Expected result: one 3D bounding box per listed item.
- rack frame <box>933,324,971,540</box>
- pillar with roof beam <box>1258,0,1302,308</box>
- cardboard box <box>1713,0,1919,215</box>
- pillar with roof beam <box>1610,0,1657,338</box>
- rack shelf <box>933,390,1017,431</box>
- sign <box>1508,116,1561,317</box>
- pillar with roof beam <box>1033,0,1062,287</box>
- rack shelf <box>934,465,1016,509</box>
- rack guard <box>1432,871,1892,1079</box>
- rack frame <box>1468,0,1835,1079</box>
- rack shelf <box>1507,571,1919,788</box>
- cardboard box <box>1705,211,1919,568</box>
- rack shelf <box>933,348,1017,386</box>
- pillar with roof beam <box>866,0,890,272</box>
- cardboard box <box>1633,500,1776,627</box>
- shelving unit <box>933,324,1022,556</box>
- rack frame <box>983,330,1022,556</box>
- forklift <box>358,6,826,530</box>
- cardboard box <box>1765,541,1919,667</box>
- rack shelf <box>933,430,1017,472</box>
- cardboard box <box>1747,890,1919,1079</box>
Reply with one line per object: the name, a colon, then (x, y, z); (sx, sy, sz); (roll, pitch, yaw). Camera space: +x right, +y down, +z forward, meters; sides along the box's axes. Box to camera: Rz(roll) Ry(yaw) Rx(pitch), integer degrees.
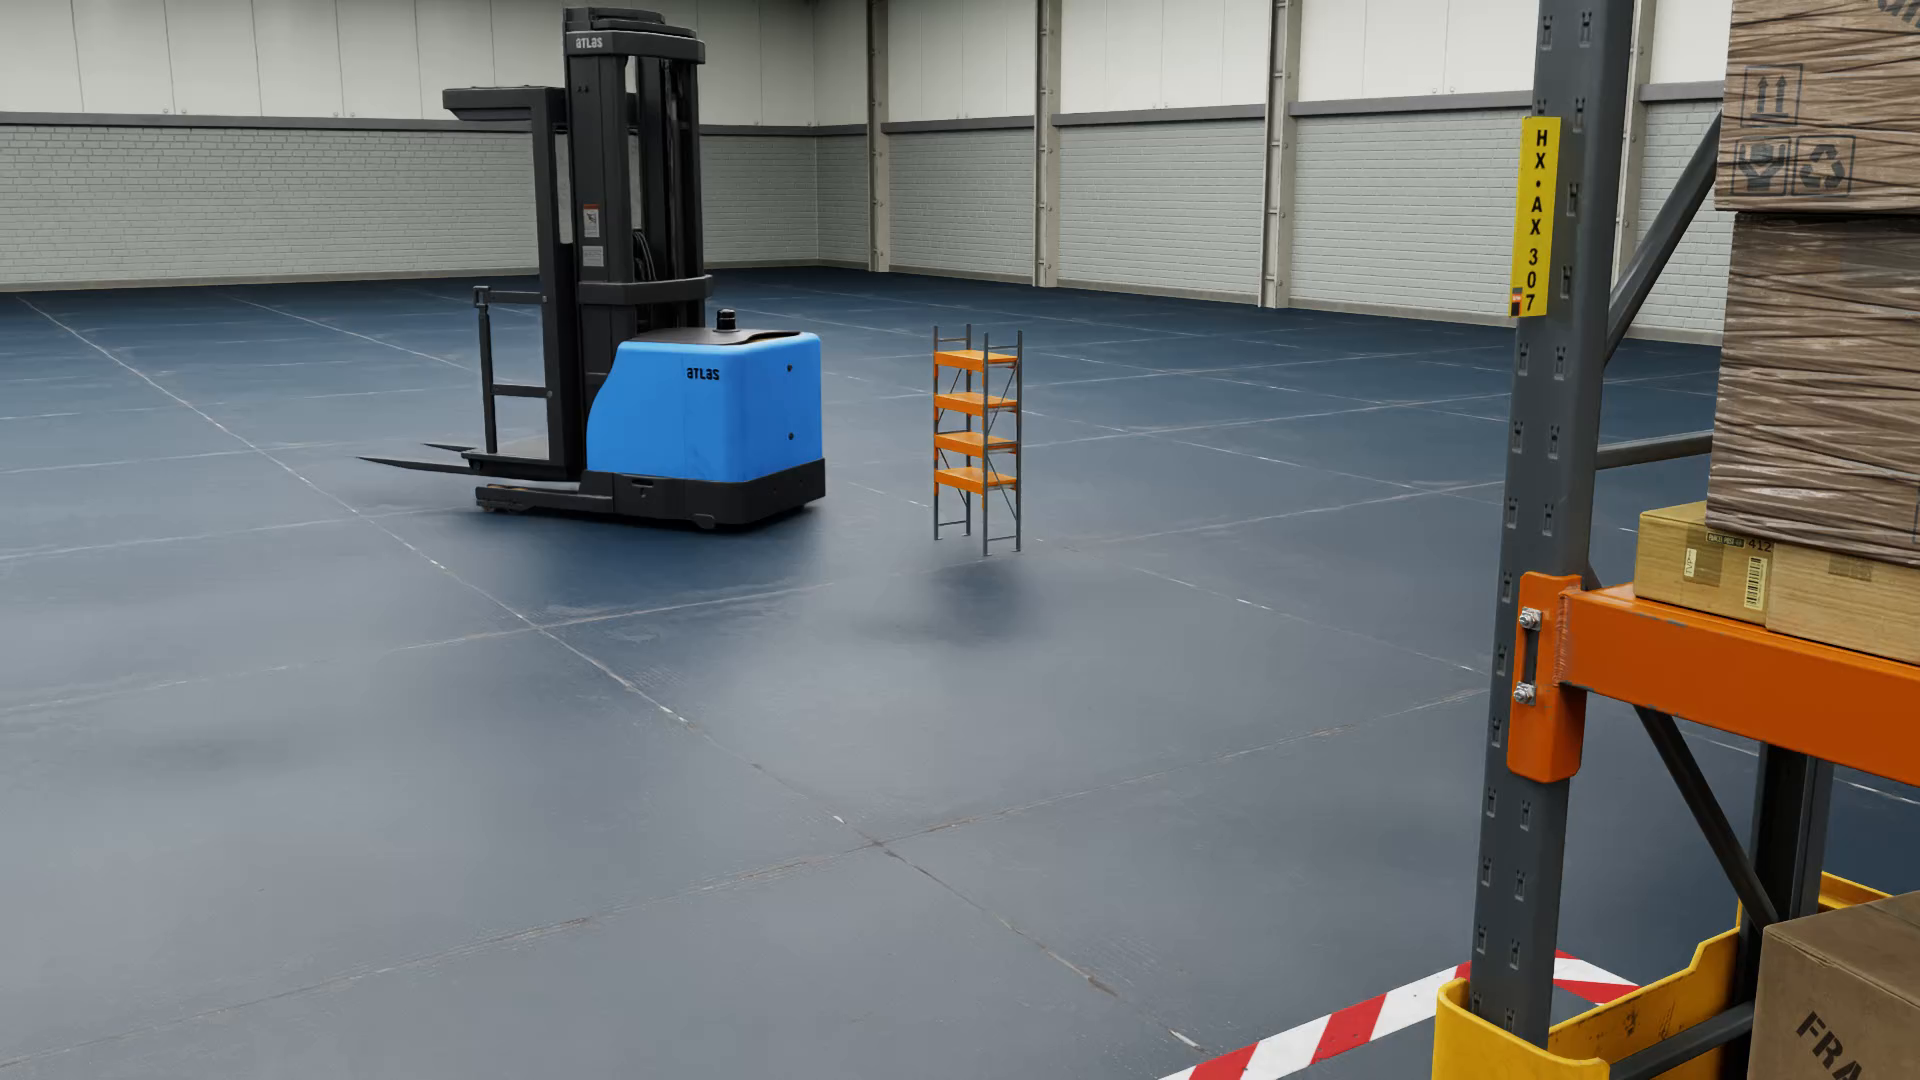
rack frame: (-0.043, -0.600, 9.297); (0.240, 1.200, 0.015); (-8, 15, -33)
pillar with roof beam: (1.332, -7.537, 22.763); (9.100, 9.000, 0.400); (-8, 15, -33)
cardboard box: (1.488, -0.730, 2.409); (0.500, 0.500, 0.500); (-8, 15, -33)
pillar with roof beam: (4.656, -6.470, 17.883); (9.100, 9.000, 0.400); (-8, 15, -33)
rack shelf: (0.092, -0.710, 9.066); (0.258, 0.148, 0.480); (-8, 15, -33)
sign: (0.958, -0.536, 2.767); (0.100, 0.325, 0.005); (-8, 15, -33)
pillar with roof beam: (-1.992, -8.604, 27.643); (9.100, 9.000, 0.400); (-8, 15, -33)
rack shelf: (0.092, -0.297, 9.156); (0.258, 0.148, 0.480); (-8, 15, -33)
rack guard: (1.452, 1.057, 3.359); (1.175, 0.500, 0.348); (-8, 15, -33)
rack frame: (1.410, -0.178, 3.153); (1.000, 3.000, 0.127); (-8, 15, -33)
rack shelf: (2.518, 0.529, 1.604); (1.077, 0.370, 4.000); (-8, 15, -33)
cardboard box: (1.692, -0.271, 2.649); (0.875, 0.500, 0.500); (-8, 15, -33)
rack shelf: (0.092, -0.941, 9.015); (0.258, 0.148, 0.480); (-8, 15, -33)
pillar with roof beam: (-5.317, -9.671, 32.522); (9.100, 9.000, 0.400); (-8, 15, -33)
cardboard box: (1.369, 0.024, 2.819); (0.380, 0.149, 0.250); (-8, 15, -33)
shelving unit: (0.092, -0.557, 9.099); (0.258, 1.200, 0.503); (-8, 15, -33)
rack frame: (0.227, -0.513, 8.901); (0.240, 1.200, 0.015); (-8, 15, -33)
forklift: (-2.390, -1.679, 10.180); (3.031, 2.935, 1.130); (6, 14, 24)
cardboard box: (1.492, 0.071, 2.606); (0.380, 0.149, 0.250); (-8, 15, -33)
rack shelf: (0.092, -0.491, 9.113); (0.258, 0.148, 0.480); (-8, 15, -33)
cardboard box: (1.742, 0.951, 2.859); (0.500, 0.500, 0.500); (-5, 13, -22)
